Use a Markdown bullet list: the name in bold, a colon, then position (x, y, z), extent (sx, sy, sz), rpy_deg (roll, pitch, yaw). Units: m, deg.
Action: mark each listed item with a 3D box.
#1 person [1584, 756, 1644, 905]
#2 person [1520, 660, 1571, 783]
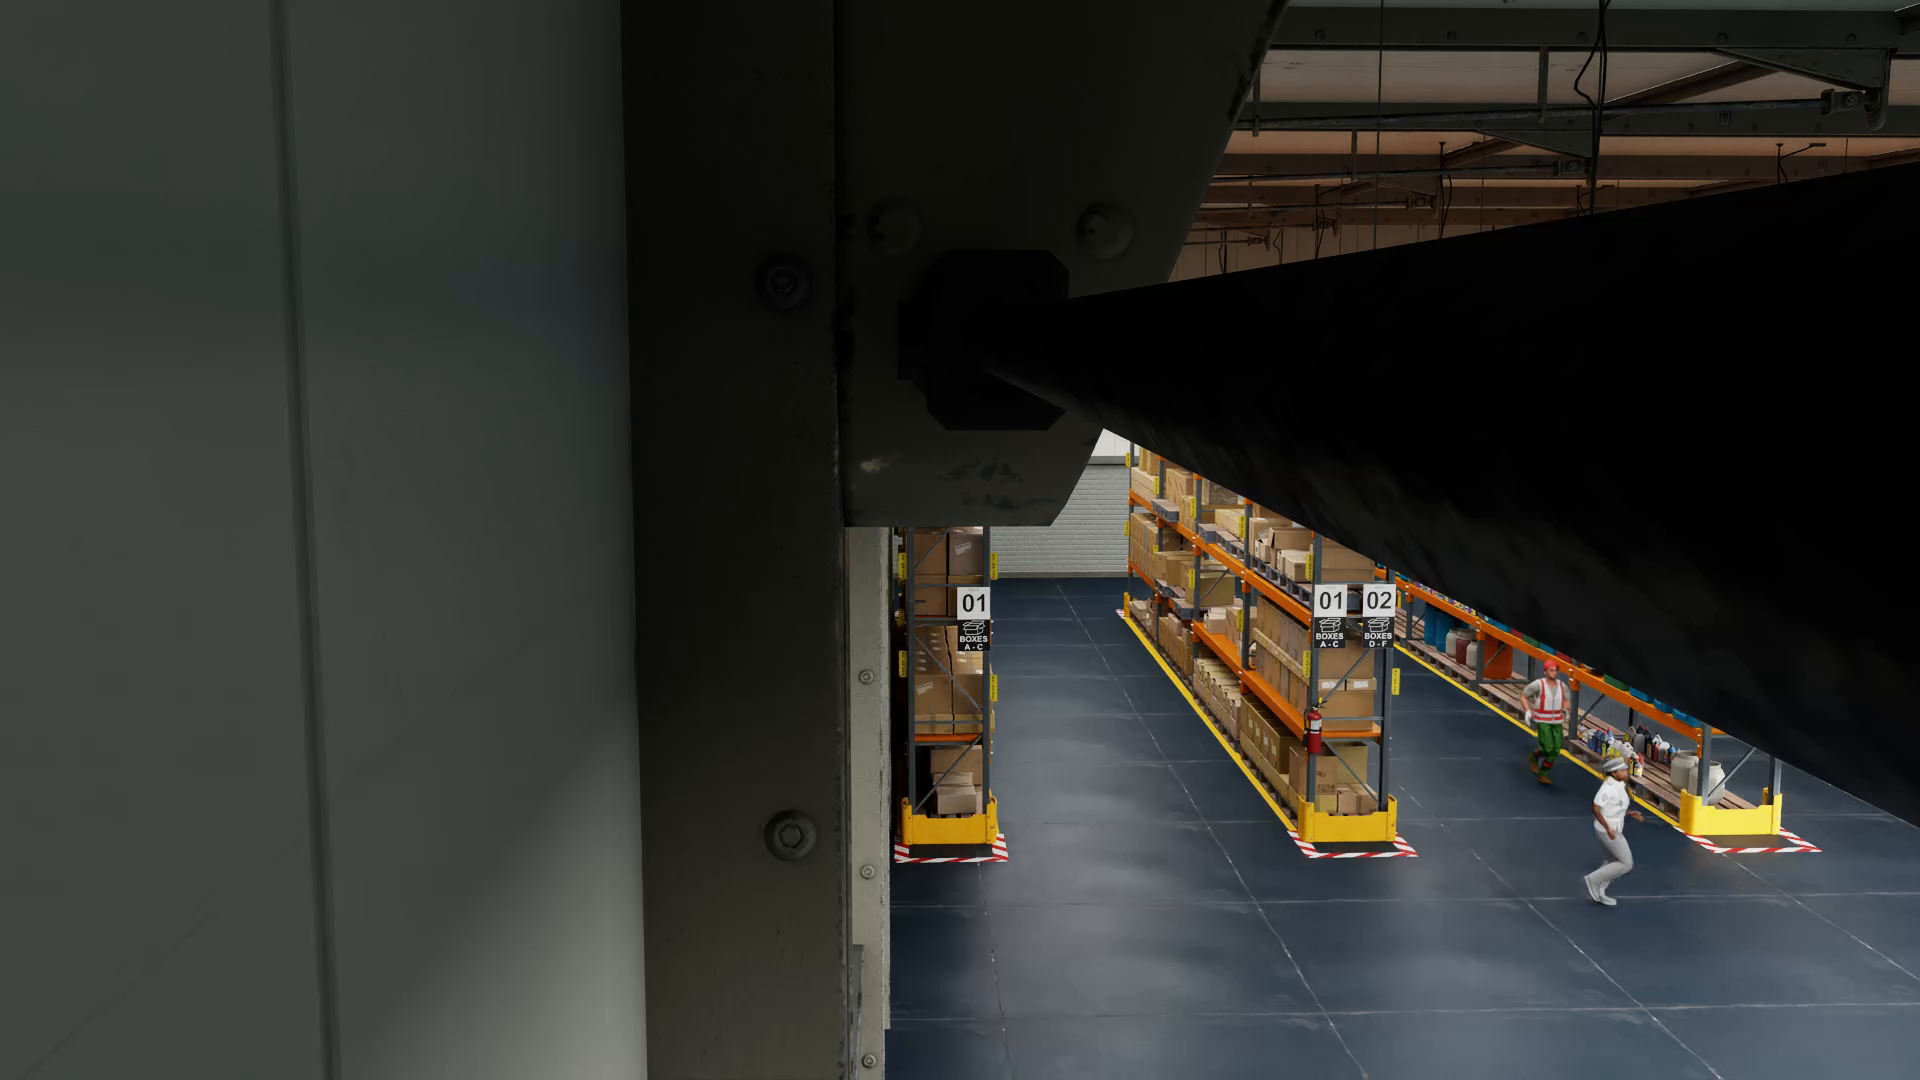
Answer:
- **person**: position (7.192, 3.184, 18.253), extent (0.566, 1.665, 0.564), rpy_deg (3, 8, 25)
- **person**: position (8.157, 2.528, 23.008), extent (0.656, 1.739, 0.587), rpy_deg (-1, 7, -7)
